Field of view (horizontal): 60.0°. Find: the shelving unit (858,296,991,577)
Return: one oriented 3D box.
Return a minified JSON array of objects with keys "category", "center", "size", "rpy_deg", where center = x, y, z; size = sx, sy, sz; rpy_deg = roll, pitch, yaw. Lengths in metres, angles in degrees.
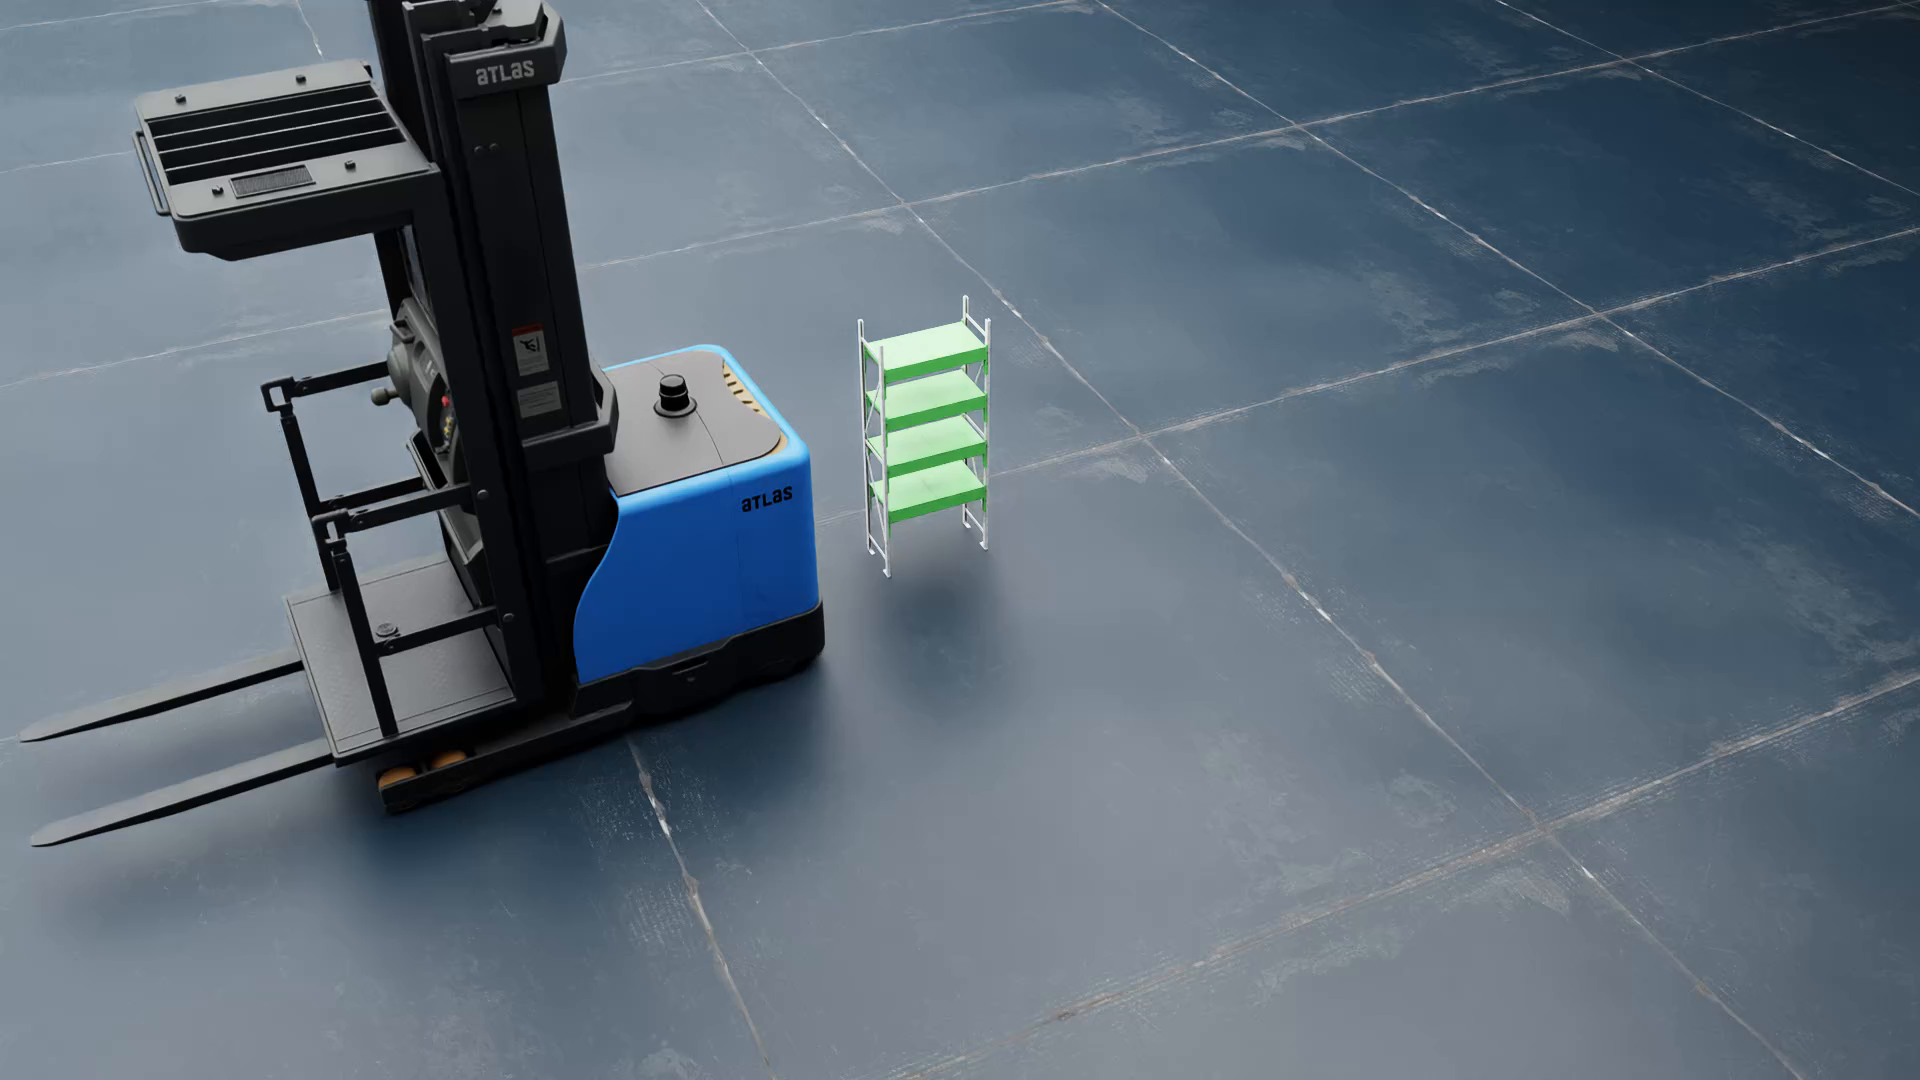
[{"category":"shelving unit","center":[-0.150,-0.440,7.336],"size":[0.503,1.200,0.258],"rpy_deg":[-16,39,-20]}]

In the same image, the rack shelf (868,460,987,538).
[{"category":"rack shelf","center":[-0.150,-0.196,7.517],"size":[0.480,0.148,0.258],"rpy_deg":[-16,39,-20]}]

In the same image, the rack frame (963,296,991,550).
[{"category":"rack frame","center":[0.071,-0.502,7.419],"size":[0.015,1.200,0.240],"rpy_deg":[-16,39,-20]}]

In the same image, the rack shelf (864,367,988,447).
[{"category":"rack shelf","center":[-0.150,-0.581,7.231],"size":[0.480,0.148,0.258],"rpy_deg":[-16,39,-20]}]

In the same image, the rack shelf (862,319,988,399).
[{"category":"rack shelf","center":[-0.150,-0.774,7.088],"size":[0.480,0.148,0.258],"rpy_deg":[-16,39,-20]}]

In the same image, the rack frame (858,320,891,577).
[{"category":"rack frame","center":[-0.371,-0.378,7.253],"size":[0.015,1.200,0.240],"rpy_deg":[-16,39,-20]}]

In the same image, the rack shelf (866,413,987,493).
[{"category":"rack shelf","center":[-0.150,-0.389,7.374],"size":[0.480,0.148,0.258],"rpy_deg":[-16,39,-20]}]

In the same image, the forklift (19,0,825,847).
[{"category":"forklift","center":[-2.117,-0.507,5.973],"size":[3.031,2.935,1.130],"rpy_deg":[-18,40,-22]}]
